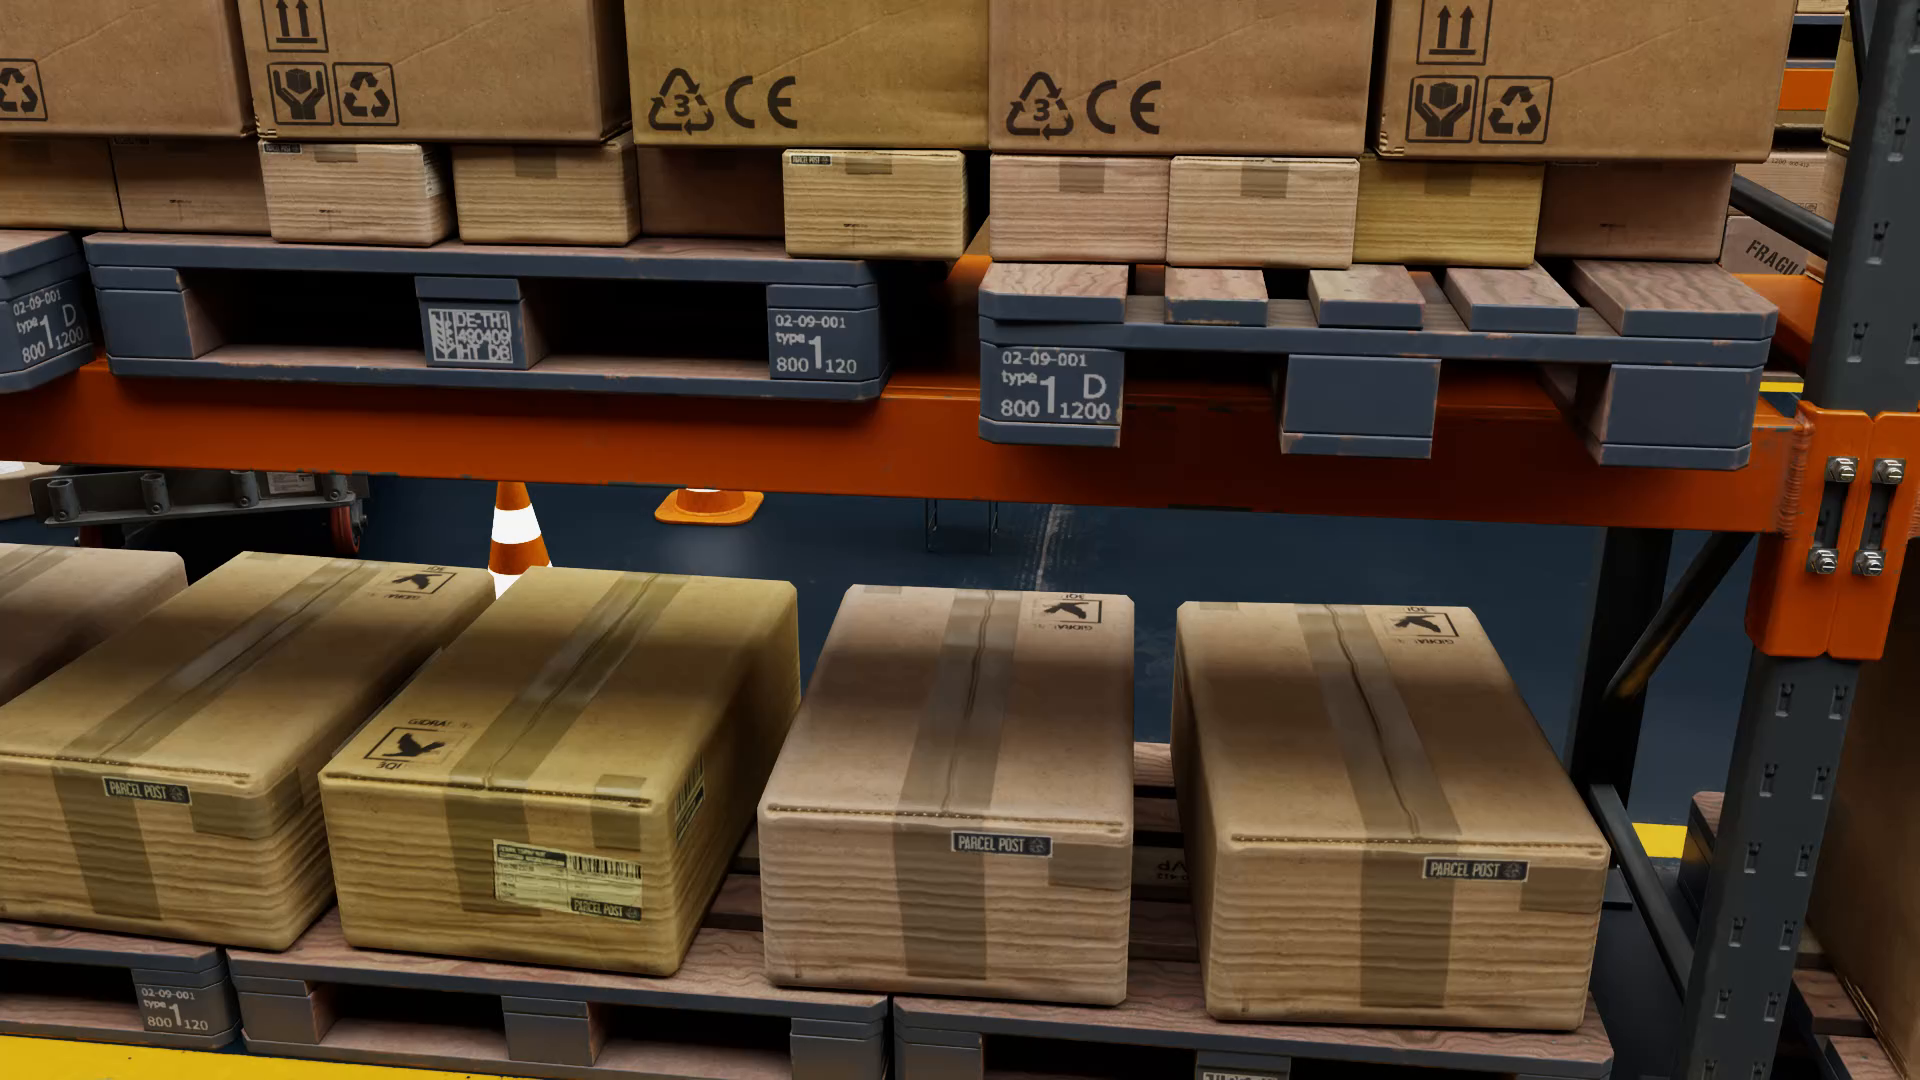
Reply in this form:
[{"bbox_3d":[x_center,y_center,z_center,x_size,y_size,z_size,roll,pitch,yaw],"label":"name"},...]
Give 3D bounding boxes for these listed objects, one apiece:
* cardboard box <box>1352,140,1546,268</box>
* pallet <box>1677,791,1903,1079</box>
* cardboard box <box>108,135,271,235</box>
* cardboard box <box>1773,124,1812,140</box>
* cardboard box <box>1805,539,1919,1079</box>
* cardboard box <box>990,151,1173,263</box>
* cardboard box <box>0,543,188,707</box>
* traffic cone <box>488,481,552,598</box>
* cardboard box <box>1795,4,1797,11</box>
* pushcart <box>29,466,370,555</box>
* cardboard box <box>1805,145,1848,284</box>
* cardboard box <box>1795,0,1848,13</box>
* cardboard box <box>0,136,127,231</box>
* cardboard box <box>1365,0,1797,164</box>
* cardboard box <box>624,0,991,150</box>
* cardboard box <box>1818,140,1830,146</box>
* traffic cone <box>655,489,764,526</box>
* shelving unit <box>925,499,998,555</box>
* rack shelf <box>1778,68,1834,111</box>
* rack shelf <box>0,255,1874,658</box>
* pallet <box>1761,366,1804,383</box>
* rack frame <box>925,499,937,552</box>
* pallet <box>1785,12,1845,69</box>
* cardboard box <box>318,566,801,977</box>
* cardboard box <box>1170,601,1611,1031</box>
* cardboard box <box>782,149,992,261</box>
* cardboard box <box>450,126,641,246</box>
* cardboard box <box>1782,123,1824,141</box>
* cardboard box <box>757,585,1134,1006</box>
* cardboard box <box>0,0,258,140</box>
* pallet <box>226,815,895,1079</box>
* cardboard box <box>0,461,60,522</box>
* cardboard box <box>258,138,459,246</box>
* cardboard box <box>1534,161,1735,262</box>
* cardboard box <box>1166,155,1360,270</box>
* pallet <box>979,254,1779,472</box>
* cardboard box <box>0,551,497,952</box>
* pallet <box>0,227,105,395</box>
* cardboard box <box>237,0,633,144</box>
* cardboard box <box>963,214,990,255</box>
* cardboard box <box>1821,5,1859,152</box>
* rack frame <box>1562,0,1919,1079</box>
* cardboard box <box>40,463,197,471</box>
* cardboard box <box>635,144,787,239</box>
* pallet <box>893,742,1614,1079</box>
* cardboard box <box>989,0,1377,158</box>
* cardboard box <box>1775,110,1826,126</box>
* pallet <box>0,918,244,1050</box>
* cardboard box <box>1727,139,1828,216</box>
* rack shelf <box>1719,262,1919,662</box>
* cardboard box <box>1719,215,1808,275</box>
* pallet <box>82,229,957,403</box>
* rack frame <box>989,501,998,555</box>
[{"bbox_3d":[0.683,-0.514,2.430,0.250,0.149,0.380,3,22,7],"label":"cardboard box"},{"bbox_3d":[2.085,0.836,3.037,1.213,0.211,1.003,2,22,6],"label":"pallet"},{"bbox_3d":[-1.116,-0.598,2.643,0.250,0.149,0.380,3,22,7],"label":"cardboard box"},{"bbox_3d":[3.509,-1.736,7.559,0.500,0.250,0.500,3,22,8],"label":"cardboard box"},{"bbox_3d":[1.987,0.331,2.841,0.875,0.875,0.875,2,22,6],"label":"cardboard box"},{"bbox_3d":[0.179,-0.522,2.451,0.250,0.149,0.380,1,22,4],"label":"cardboard box"},{"bbox_3d":[-2.140,0.354,3.469,0.625,0.372,0.950,3,22,7],"label":"cardboard box"},{"bbox_3d":[-1.265,0.027,4.741,0.334,0.463,0.336,2,22,6],"label":"traffic cone"},{"bbox_3d":[3.281,-2.274,6.883,0.250,0.149,0.380,3,22,8],"label":"cardboard box"},{"bbox_3d":[-2.442,-0.310,5.711,0.936,0.377,1.648,-5,22,-12],"label":"pushcart"},{"bbox_3d":[1.844,-0.525,2.892,0.500,0.250,0.500,2,22,4],"label":"cardboard box"},{"bbox_3d":[3.531,-2.262,6.853,0.250,0.149,0.380,3,22,7],"label":"cardboard box"},{"bbox_3d":[-1.362,-0.609,2.672,0.250,0.149,0.380,3,22,7],"label":"cardboard box"},{"bbox_3d":[0.827,-0.820,2.323,0.500,0.500,0.500,2,22,5],"label":"cardboard box"},{"bbox_3d":[-0.189,-0.860,2.423,0.500,0.500,0.500,1,22,3],"label":"cardboard box"},{"bbox_3d":[3.961,-1.527,7.031,0.500,0.250,0.500,2,22,4],"label":"cardboard box"},{"bbox_3d":[-0.859,-0.325,5.633,0.334,0.463,0.336,2,22,6],"label":"traffic cone"},{"bbox_3d":[0.008,-0.418,5.273,0.210,0.900,0.258,2,22,6],"label":"shelving unit"},{"bbox_3d":[3.779,-1.912,7.176,4.000,0.370,1.077,2,22,6],"label":"rack shelf"},{"bbox_3d":[-0.675,-0.274,3.031,4.000,0.370,1.077,2,22,6],"label":"rack shelf"},{"bbox_3d":[3.777,-0.949,7.553,1.213,0.211,1.003,2,22,6],"label":"pallet"},{"bbox_3d":[-0.093,-0.423,5.285,0.006,0.900,0.240,2,22,6],"label":"rack frame"},{"bbox_3d":[3.764,-2.174,7.119,1.213,0.211,1.003,2,22,6],"label":"pallet"},{"bbox_3d":[-0.735,0.413,3.319,0.625,0.372,0.950,3,22,8],"label":"cardboard box"},{"bbox_3d":[0.751,0.477,3.157,0.625,0.372,0.950,1,22,3],"label":"cardboard box"},{"bbox_3d":[-0.096,-0.529,2.469,0.250,0.149,0.380,3,22,7],"label":"cardboard box"},{"bbox_3d":[-0.590,-0.567,2.564,0.250,0.149,0.380,2,22,5],"label":"cardboard box"},{"bbox_3d":[4.028,-1.716,7.510,0.500,0.250,0.500,3,22,8],"label":"cardboard box"},{"bbox_3d":[0.017,0.448,3.230,0.625,0.372,0.950,2,22,5],"label":"cardboard box"},{"bbox_3d":[-1.242,-0.902,2.530,0.500,0.500,0.500,2,22,6],"label":"cardboard box"},{"bbox_3d":[-0.673,0.687,3.416,1.213,0.211,1.003,2,22,6],"label":"pallet"},{"bbox_3d":[-3.218,-0.242,5.692,0.396,0.266,0.258,-14,25,-31],"label":"cardboard box"},{"bbox_3d":[-0.858,-0.568,2.566,0.250,0.149,0.380,3,22,8],"label":"cardboard box"},{"bbox_3d":[0.958,-0.529,2.468,0.250,0.149,0.380,3,22,8],"label":"cardboard box"},{"bbox_3d":[0.428,-0.508,2.416,0.250,0.149,0.380,2,22,6],"label":"cardboard box"},{"bbox_3d":[0.591,-0.425,2.695,1.003,0.211,1.213,2,22,6],"label":"pallet"},{"bbox_3d":[-1.426,0.383,3.393,0.625,0.372,0.950,4,22,10],"label":"cardboard box"},{"bbox_3d":[-1.919,-0.520,2.935,1.213,0.211,1.003,2,22,6],"label":"pallet"},{"bbox_3d":[-0.731,-0.884,2.484,0.500,0.500,0.500,2,22,4],"label":"cardboard box"},{"bbox_3d":[0.331,-1.578,7.841,0.750,0.750,1.050,3,22,7],"label":"cardboard box"},{"bbox_3d":[1.822,-0.756,2.797,0.500,0.250,0.500,2,22,6],"label":"cardboard box"},{"bbox_3d":[1.311,-0.522,2.680,0.127,3.000,1.000,2,22,6],"label":"rack frame"},{"bbox_3d":[-2.481,-0.536,5.085,0.500,0.500,0.500,2,22,6],"label":"cardboard box"},{"bbox_3d":[-0.331,-0.586,2.612,0.250,0.149,0.380,3,22,7],"label":"cardboard box"},{"bbox_3d":[0.535,0.740,3.280,1.213,0.211,1.003,2,22,6],"label":"pallet"},{"bbox_3d":[0.312,-0.839,2.369,0.500,0.500,0.500,2,22,5],"label":"cardboard box"},{"bbox_3d":[5.812,-3.195,11.759,0.875,0.875,1.225,3,22,6],"label":"cardboard box"},{"bbox_3d":[-1.888,0.635,3.547,1.213,0.211,1.003,2,22,6],"label":"pallet"},{"bbox_3d":[3.443,-1.549,7.087,0.500,0.250,0.500,3,22,7],"label":"cardboard box"},{"bbox_3d":[3.297,-0.101,2.594,4.000,0.370,1.077,2,22,6],"label":"rack shelf"},{"bbox_3d":[3.476,-1.202,7.228,0.500,0.500,0.500,2,22,5],"label":"cardboard box"},{"bbox_3d":[-0.660,-0.503,2.894,1.213,0.211,1.003,2,22,6],"label":"pallet"},{"bbox_3d":[0.109,-0.414,5.262,0.006,0.900,0.240,2,22,6],"label":"rack frame"}]
